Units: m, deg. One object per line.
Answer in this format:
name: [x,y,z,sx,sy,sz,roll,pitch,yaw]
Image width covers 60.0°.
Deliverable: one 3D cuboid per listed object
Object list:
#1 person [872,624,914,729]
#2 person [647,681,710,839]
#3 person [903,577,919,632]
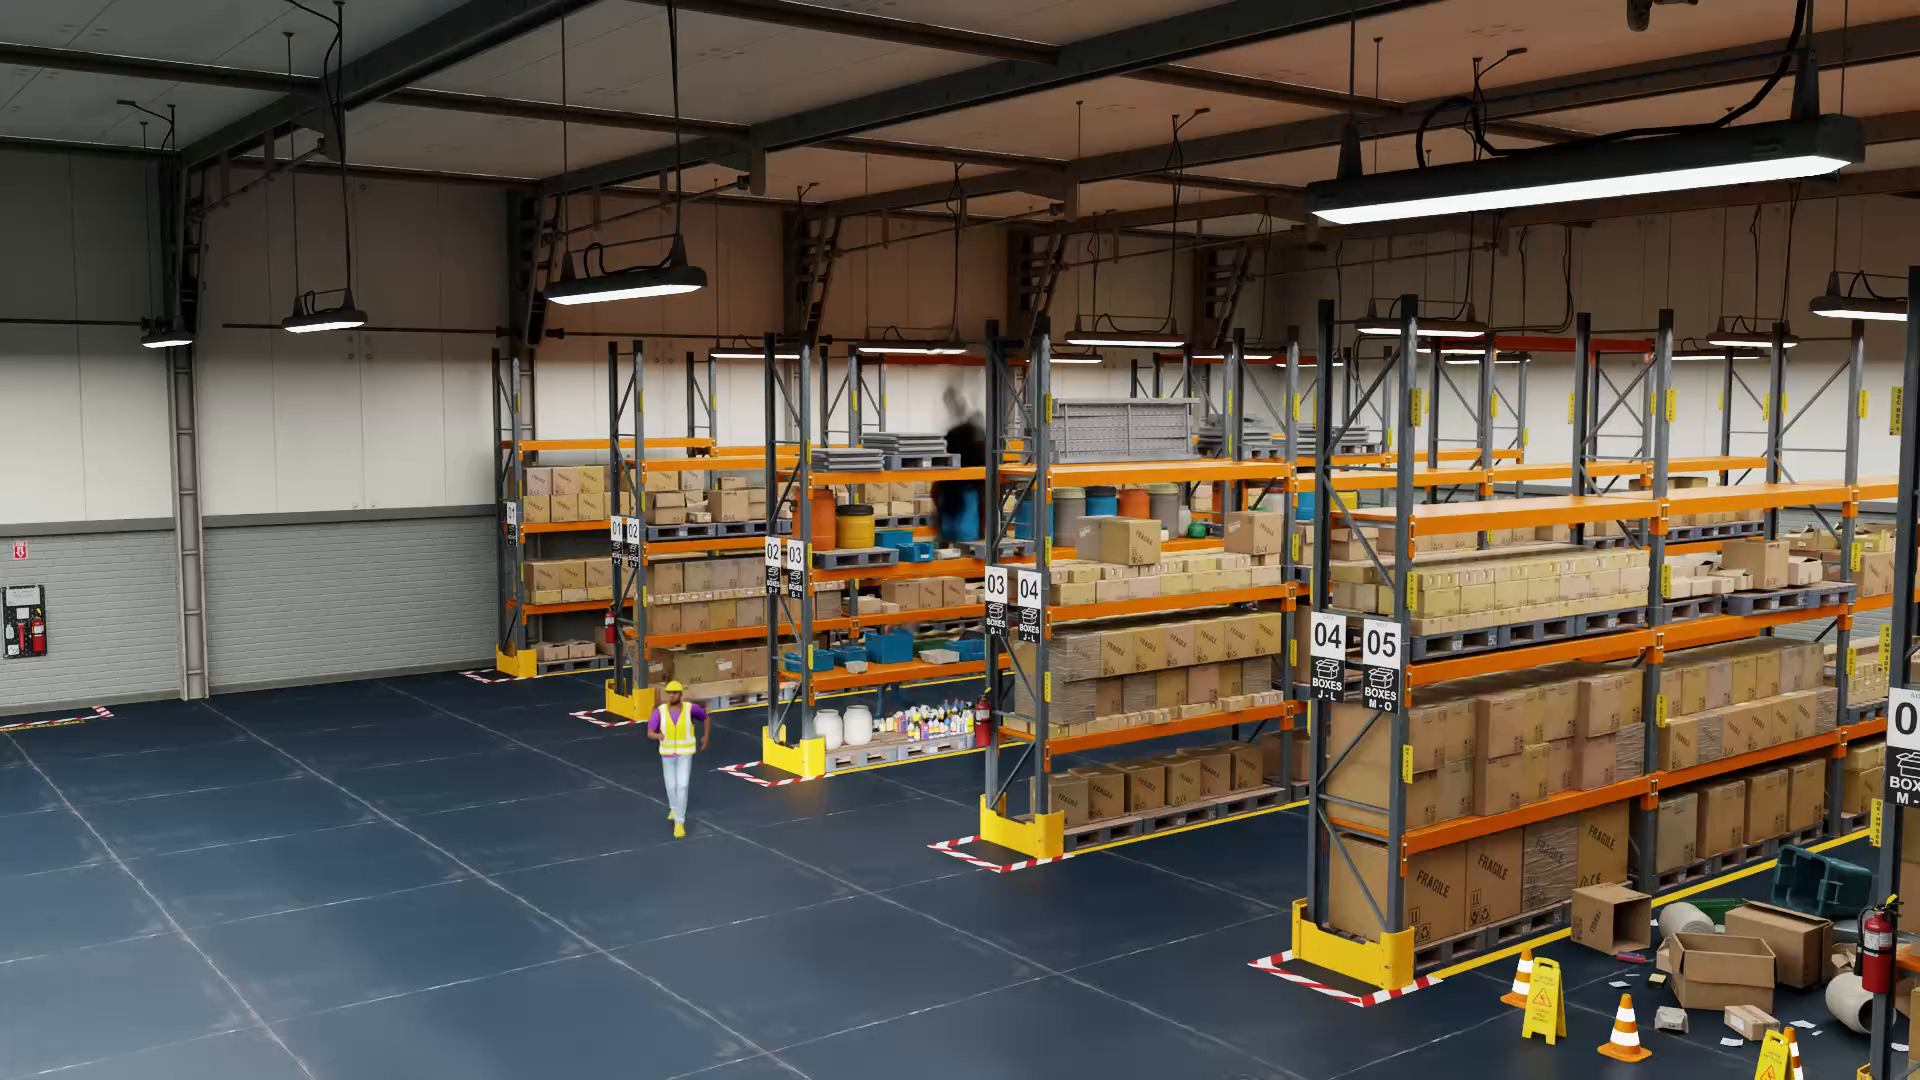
person: [-1.055,2.094,25.756,0.871,1.613,0.539,-5,7,-42]
person: [-3.352,2.557,19.716,0.704,1.780,0.899,0,5,1]
person: [-0.961,1.523,32.040,0.568,1.628,0.543,5,7,44]
